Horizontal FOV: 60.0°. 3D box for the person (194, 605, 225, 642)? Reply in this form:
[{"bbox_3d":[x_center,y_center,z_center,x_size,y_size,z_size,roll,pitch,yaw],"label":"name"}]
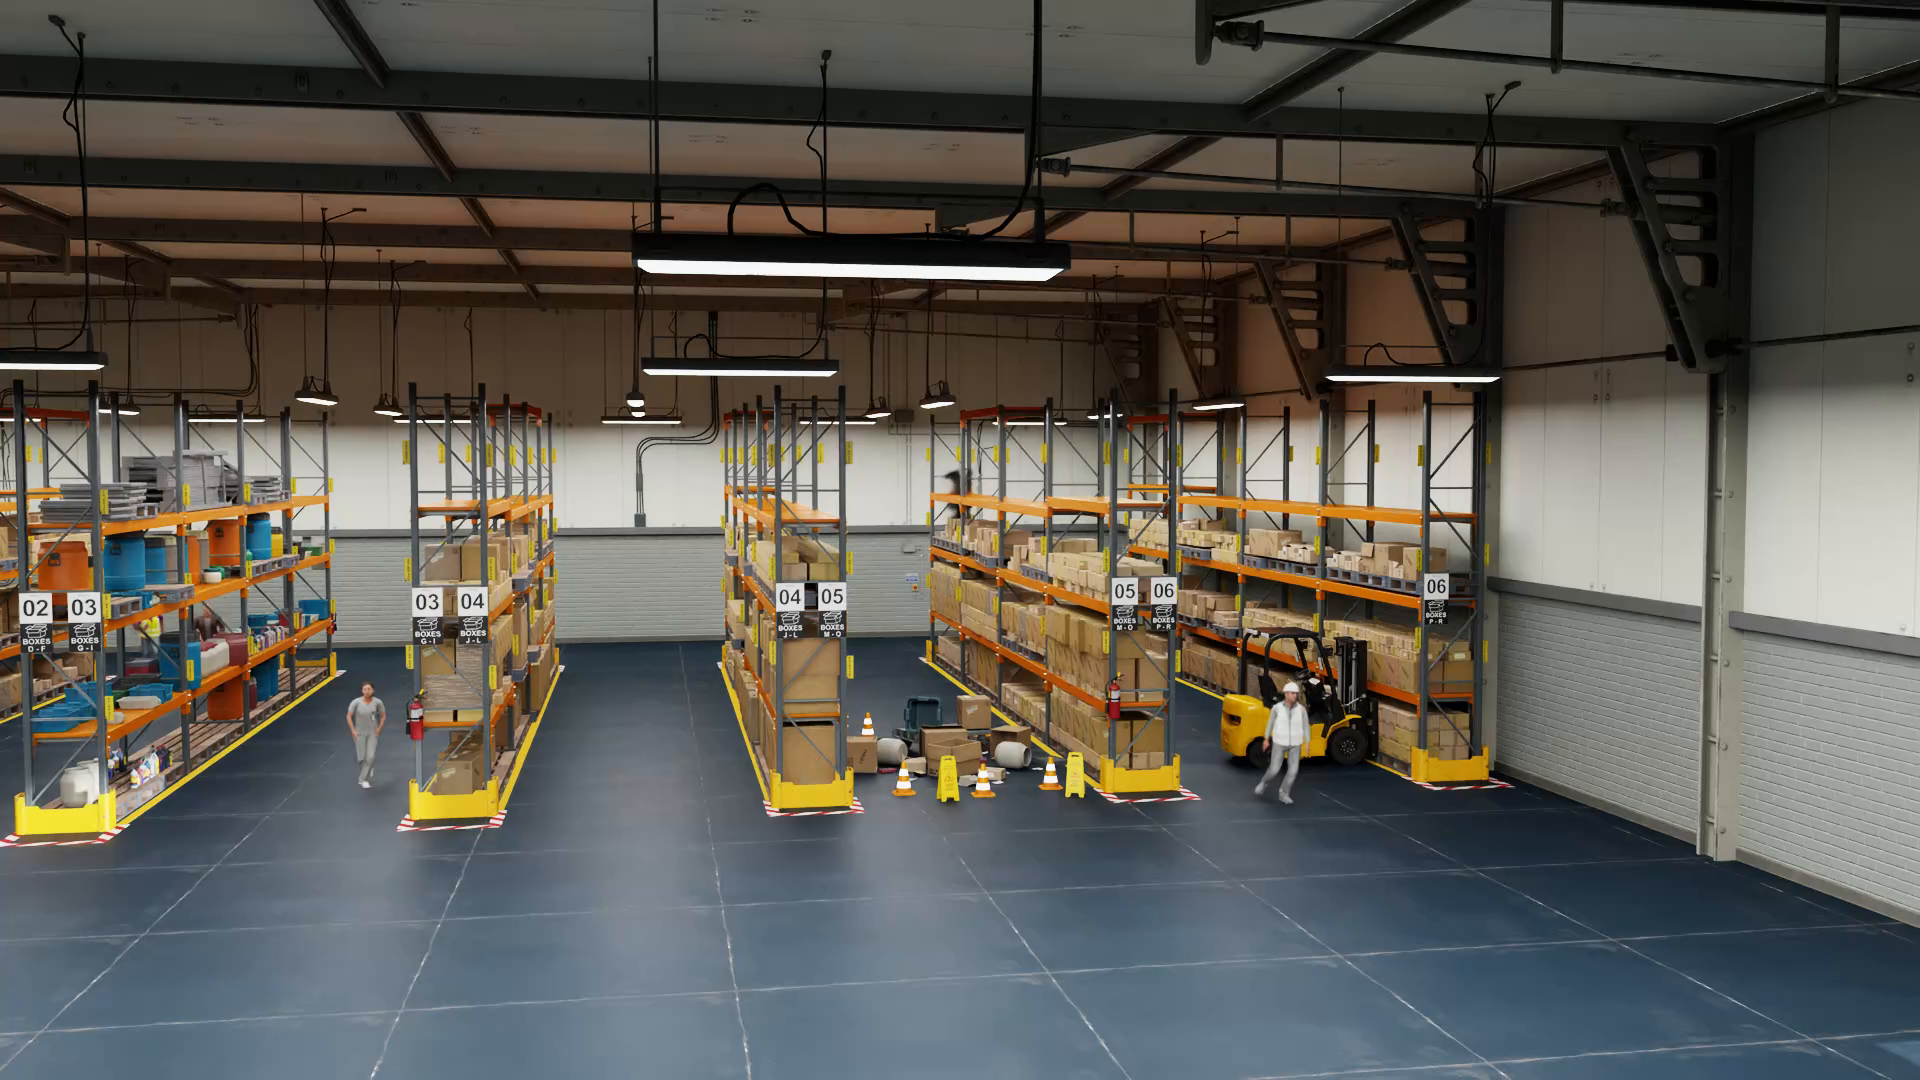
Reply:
[{"bbox_3d":[-16.636,2.286,36.773,0.704,1.730,0.829,-1,3,-19],"label":"person"}]

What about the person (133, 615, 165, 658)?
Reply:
[{"bbox_3d":[-18.268,2.222,37.482,0.656,1.823,0.855,-2,3,-31],"label":"person"}]

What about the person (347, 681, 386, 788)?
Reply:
[{"bbox_3d":[-8.984,2.929,25.194,0.561,1.609,0.557,-1,3,-18],"label":"person"}]

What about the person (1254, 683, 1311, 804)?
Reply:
[{"bbox_3d":[4.651,2.915,23.970,0.761,1.738,0.570,0,3,-1],"label":"person"}]
